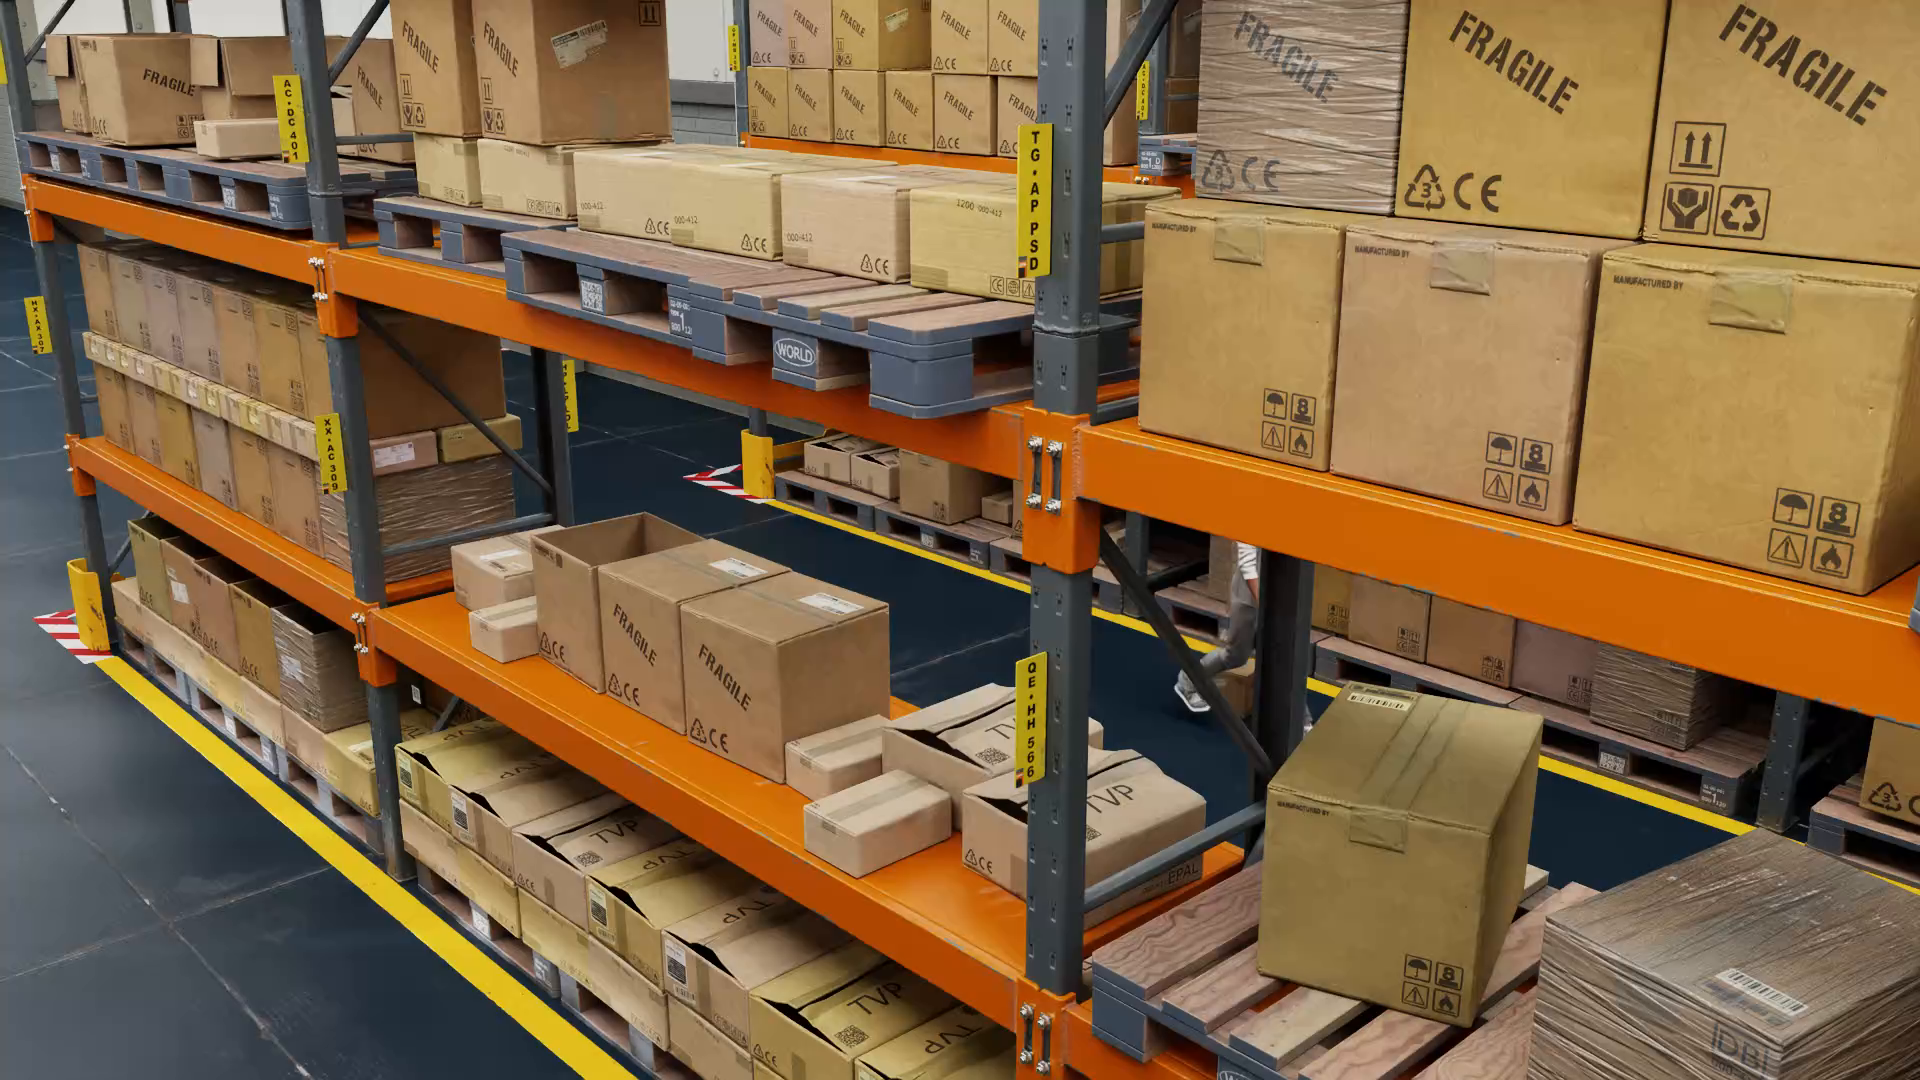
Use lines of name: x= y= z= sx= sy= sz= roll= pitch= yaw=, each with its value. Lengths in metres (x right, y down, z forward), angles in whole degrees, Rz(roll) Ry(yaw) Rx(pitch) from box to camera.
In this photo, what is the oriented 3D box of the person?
person: x=1.552 y=0.280 z=8.661 sx=0.409 sy=1.545 sz=0.922 roll=-17 pitch=24 yaw=-42
